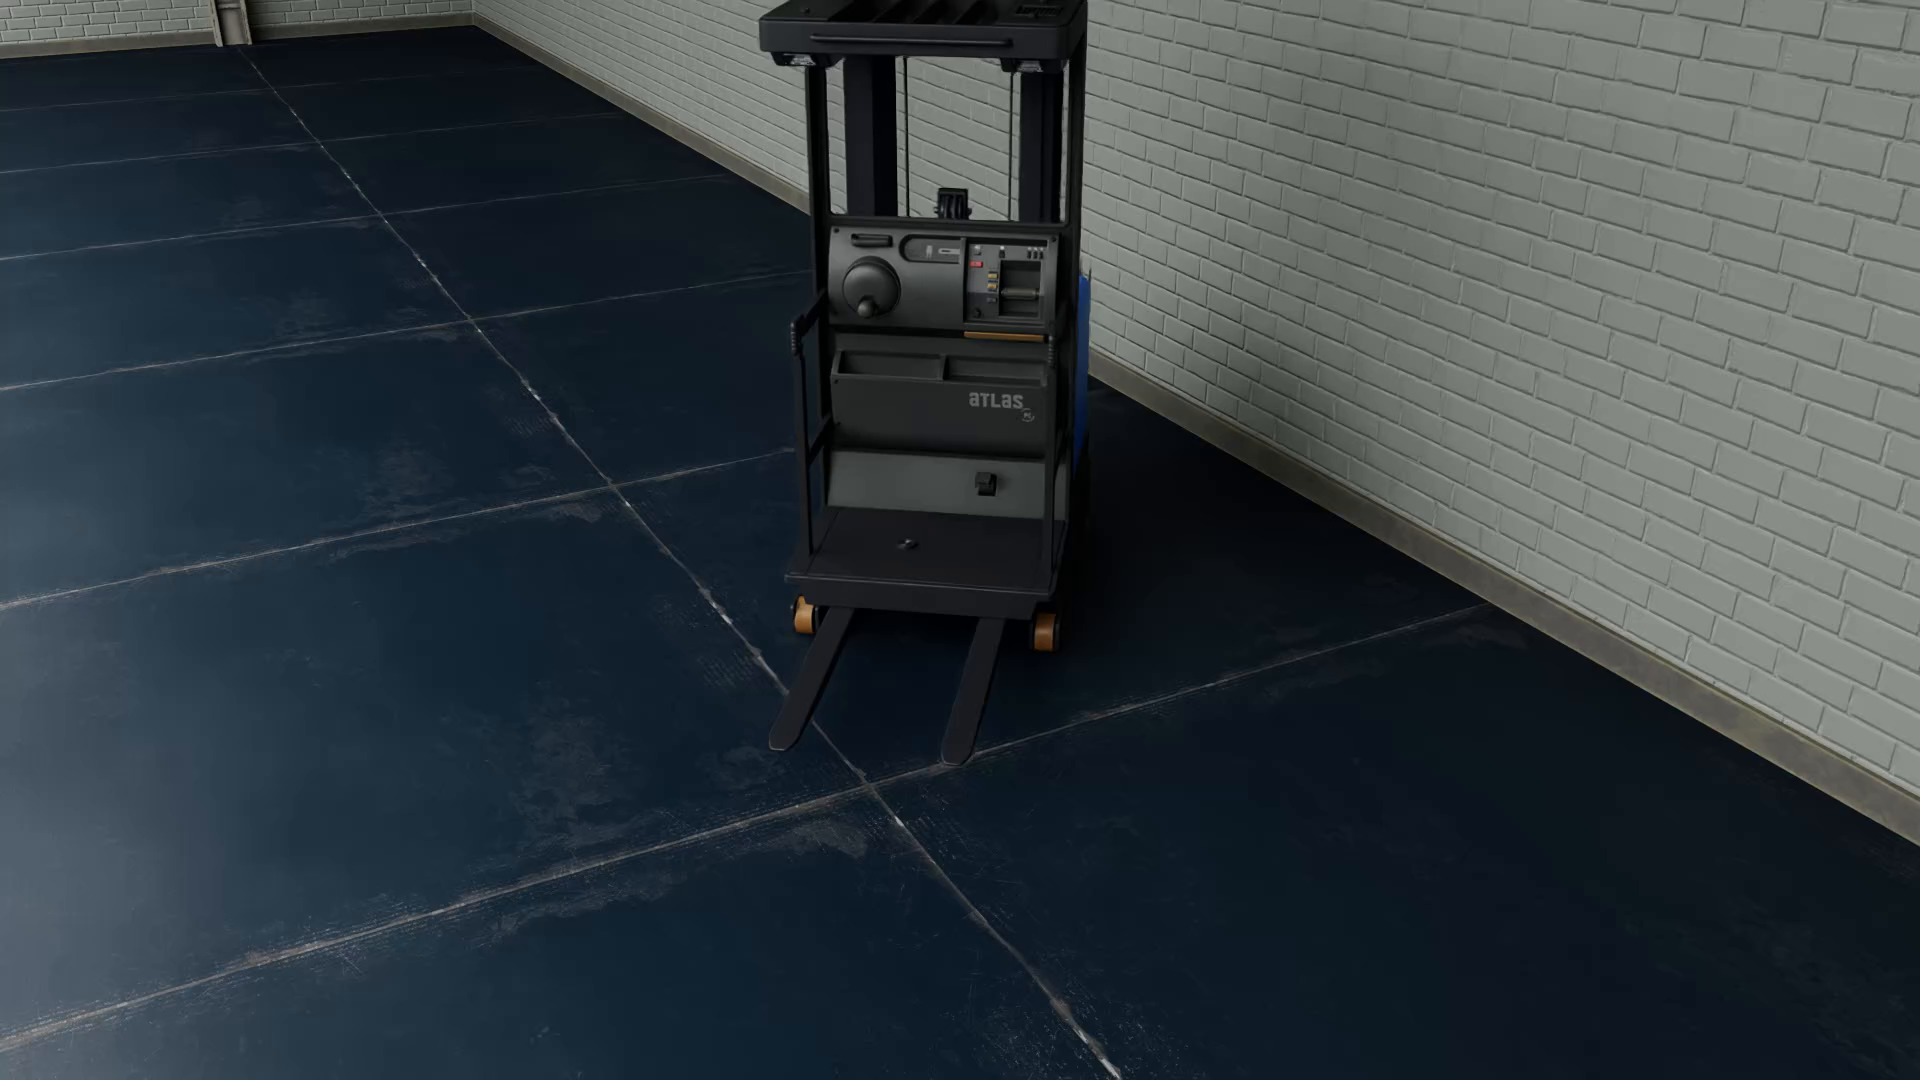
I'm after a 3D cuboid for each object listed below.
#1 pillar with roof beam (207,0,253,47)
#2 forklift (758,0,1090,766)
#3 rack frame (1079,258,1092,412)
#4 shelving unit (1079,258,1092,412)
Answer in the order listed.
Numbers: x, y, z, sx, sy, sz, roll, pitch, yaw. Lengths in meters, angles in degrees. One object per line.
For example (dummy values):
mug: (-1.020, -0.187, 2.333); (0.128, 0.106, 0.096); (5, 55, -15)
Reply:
pillar with roof beam: (-6.922, -8.532, 15.124); (0.400, 9.000, 9.100); (-13, 29, -25)
forklift: (-0.098, -1.026, 6.501); (1.130, 2.935, 3.031); (4, 26, 8)
rack frame: (0.614, -0.881, 8.372); (0.008, 1.050, 0.200); (-5, 26, -10)
shelving unit: (0.495, -0.870, 8.350); (0.252, 1.050, 0.215); (-5, 26, -10)
